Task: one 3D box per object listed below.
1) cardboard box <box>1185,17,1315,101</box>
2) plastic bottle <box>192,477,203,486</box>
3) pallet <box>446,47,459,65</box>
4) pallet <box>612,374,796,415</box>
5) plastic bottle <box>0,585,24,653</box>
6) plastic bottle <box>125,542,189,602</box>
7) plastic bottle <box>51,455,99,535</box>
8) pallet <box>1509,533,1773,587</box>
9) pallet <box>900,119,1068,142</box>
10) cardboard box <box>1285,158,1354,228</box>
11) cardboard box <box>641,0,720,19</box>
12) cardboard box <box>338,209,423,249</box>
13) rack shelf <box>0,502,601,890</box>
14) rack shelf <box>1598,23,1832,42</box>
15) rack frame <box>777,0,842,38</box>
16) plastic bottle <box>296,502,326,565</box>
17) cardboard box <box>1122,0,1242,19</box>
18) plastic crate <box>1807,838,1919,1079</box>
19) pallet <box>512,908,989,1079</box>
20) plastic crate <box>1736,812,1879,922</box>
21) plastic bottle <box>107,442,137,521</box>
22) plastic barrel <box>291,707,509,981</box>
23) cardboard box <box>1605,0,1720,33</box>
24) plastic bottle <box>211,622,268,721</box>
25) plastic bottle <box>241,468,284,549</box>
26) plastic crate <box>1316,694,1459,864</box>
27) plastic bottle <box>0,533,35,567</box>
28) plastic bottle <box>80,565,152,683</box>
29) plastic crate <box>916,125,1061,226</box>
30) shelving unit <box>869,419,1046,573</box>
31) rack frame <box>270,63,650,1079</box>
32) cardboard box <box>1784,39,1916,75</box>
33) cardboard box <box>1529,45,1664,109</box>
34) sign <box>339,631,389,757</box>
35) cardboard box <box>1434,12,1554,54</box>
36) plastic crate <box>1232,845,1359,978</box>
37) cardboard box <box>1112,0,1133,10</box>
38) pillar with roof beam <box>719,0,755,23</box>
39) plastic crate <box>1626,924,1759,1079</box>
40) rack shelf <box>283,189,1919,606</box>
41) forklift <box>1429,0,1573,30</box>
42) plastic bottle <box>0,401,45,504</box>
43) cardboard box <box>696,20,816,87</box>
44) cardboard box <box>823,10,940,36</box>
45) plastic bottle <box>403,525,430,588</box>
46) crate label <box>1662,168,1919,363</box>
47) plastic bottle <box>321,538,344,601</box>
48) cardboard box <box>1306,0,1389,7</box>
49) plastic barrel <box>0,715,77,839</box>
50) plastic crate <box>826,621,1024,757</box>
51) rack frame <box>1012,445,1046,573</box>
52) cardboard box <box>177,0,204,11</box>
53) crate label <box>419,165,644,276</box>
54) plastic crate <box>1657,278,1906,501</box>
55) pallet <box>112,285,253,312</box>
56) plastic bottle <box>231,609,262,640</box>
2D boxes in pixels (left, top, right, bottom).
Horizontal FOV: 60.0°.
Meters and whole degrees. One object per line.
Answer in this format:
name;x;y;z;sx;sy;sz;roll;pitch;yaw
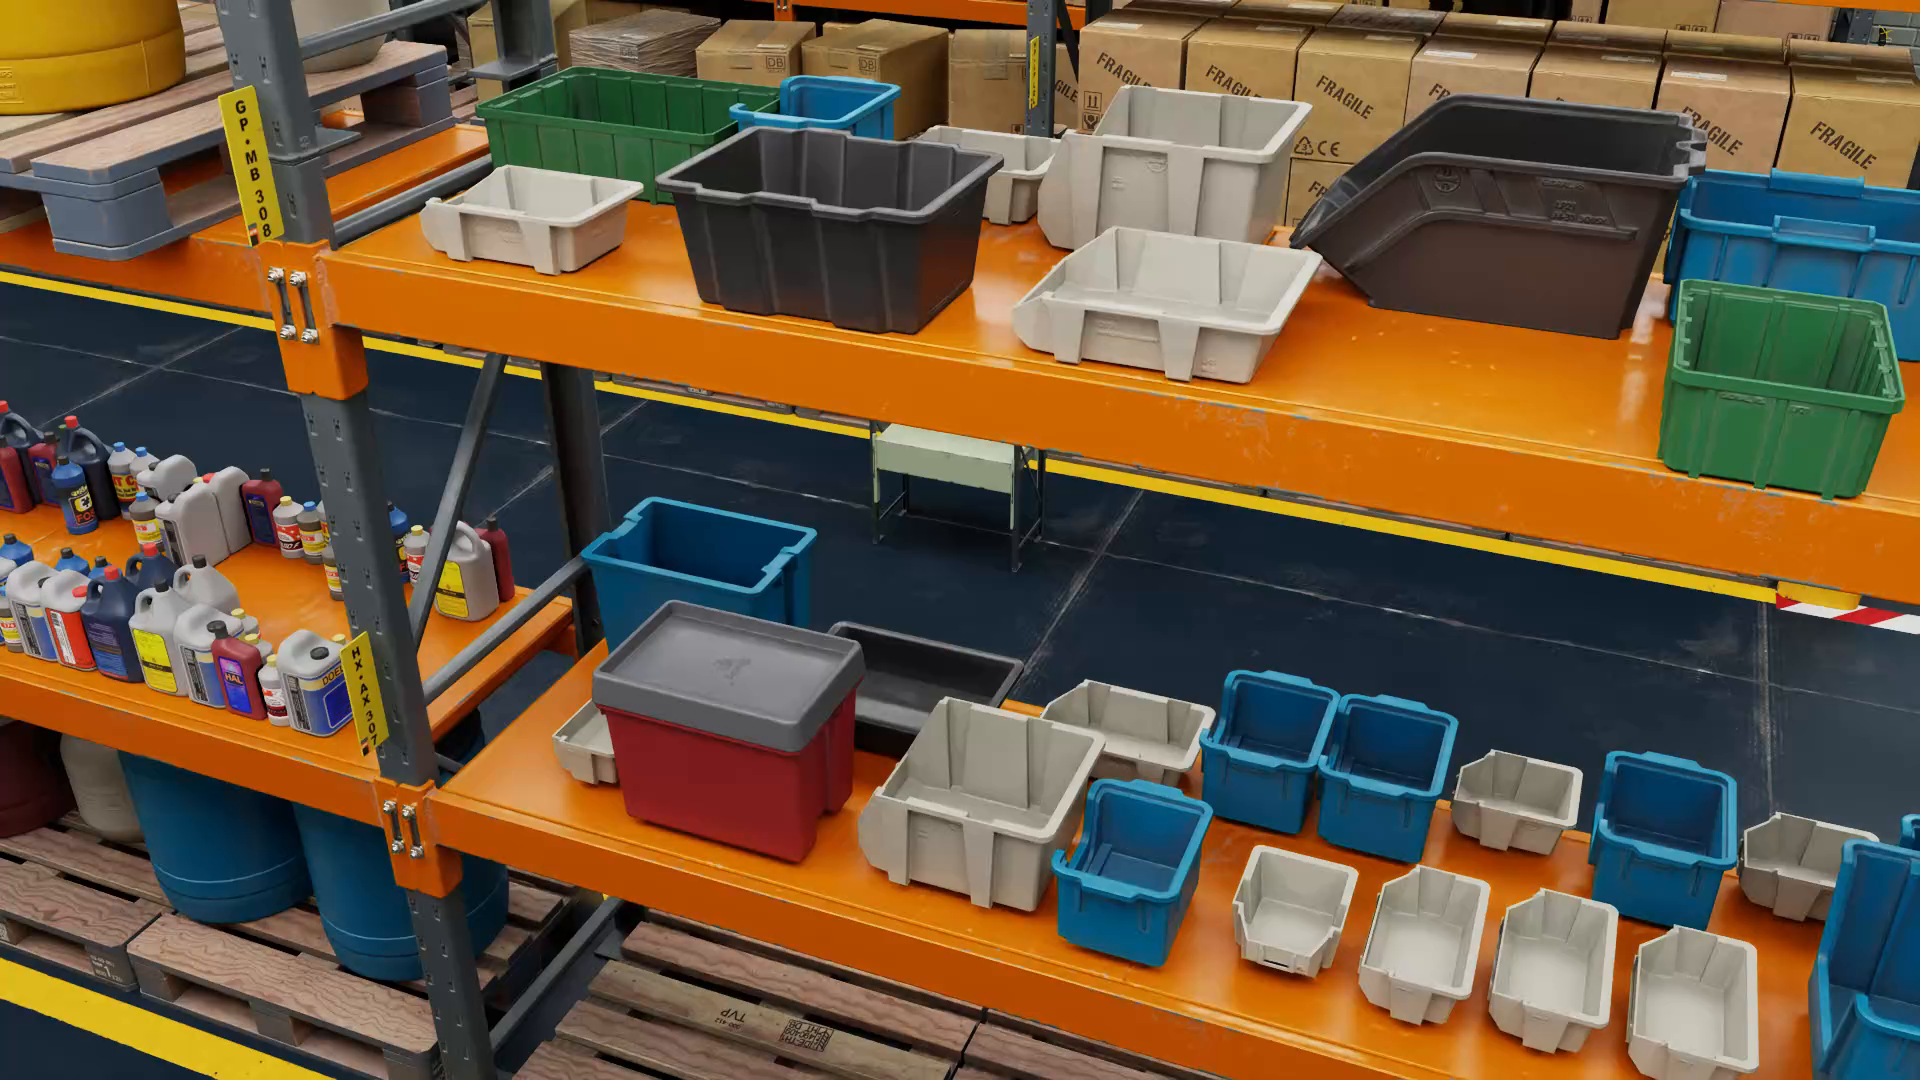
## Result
cardboard box;1.371;-2.163;7.911;0.500;0.500;0.500;10;31;18
plastic bottle;-2.544;-0.115;5.607;0.097;0.201;0.097;0;29;0
pallet;-5.628;-4.628;16.224;1.213;0.211;1.003;11;31;19
pallet;-1.340;-1.139;10.051;1.213;0.211;1.003;11;31;19
plastic bottle;-2.839;0.229;4.998;0.097;0.201;0.097;0;29;0
plastic bottle;-2.396;0.164;4.962;0.185;0.351;0.144;11;31;19
plastic bottle;-2.994;-0.159;5.613;0.097;0.271;0.097;0;29;0
pallet;3.459;-0.202;8.393;1.213;0.211;1.003;11;31;19
pallet;-0.137;-2.109;9.128;1.213;0.211;1.003;11;31;19
cardboard box;1.870;-1.633;7.989;0.500;0.500;0.500;11;31;19
cardboard box;-2.477;-4.667;14.790;0.500;0.250;0.500;12;32;20
cardboard box;-3.722;-1.949;10.448;0.500;0.311;0.500;12;32;20
rack shelf;-3.157;0.206;5.568;4.000;0.370;1.077;11;31;19
rack shelf;4.274;-3.571;12.251;4.000;0.370;1.077;11;31;19
rack frame;-1.285;-4.994;14.037;0.127;3.000;1.000;11;31;19
plastic bottle;-2.116;-0.029;5.456;0.097;0.201;0.097;0;29;0
cardboard box;1.128;-2.498;8.504;0.500;0.500;0.500;11;31;19
plastic crate;2.022;0.985;3.363;0.499;0.435;0.616;11;31;19
pallet;-0.608;1.595;5.213;1.213;0.211;1.003;11;31;19
plastic crate;2.032;0.799;3.995;0.298;0.136;0.250;11;31;19
plastic bottle;-2.850;-0.206;5.698;0.097;0.271;0.097;0;29;0
plastic barrel;-1.801;0.885;5.341;0.708;0.901;0.600;11;31;19
cardboard box;4.973;-3.864;11.733;0.700;0.700;0.980;11;31;19
plastic bottle;-2.022;0.366;4.672;0.133;0.283;0.061;11;31;19
plastic bottle;-2.306;-0.113;5.520;0.133;0.283;0.061;11;31;19
plastic crate;1.078;0.610;4.231;0.300;0.233;0.416;11;31;19
plastic bottle;-2.906;0.105;5.147;0.097;0.271;0.097;0;29;0
plastic bottle;-2.450;0.229;4.846;0.185;0.351;0.144;11;31;19
plastic crate;0.018;-0.866;3.954;0.466;0.136;0.293;11;31;19
shelving unit;-0.006;-0.654;7.883;0.755;1.500;0.431;11;31;19
rack frame;-1.304;0.263;4.736;0.127;3.000;1.000;11;31;19
cardboard box;3.957;-1.936;7.509;0.500;0.500;0.500;12;32;21
cardboard box;2.802;-1.877;7.405;0.500;0.500;0.500;12;32;20
sign;-1.512;0.393;4.225;0.005;0.325;0.100;11;31;19
cardboard box;2.537;-2.218;8.007;0.500;0.500;0.500;11;31;19
plastic crate;0.767;0.876;3.858;0.250;0.136;0.298;11;31;19
cardboard box;1.269;-4.213;12.891;0.250;0.149;0.380;11;31;19
pillar with roof beam;-3.783;-6.278;10.212;0.400;9.000;9.100;11;31;19
plastic crate;1.579;1.023;3.598;0.243;0.136;0.396;11;31;19
rack shelf;0.550;-0.360;3.521;4.000;0.370;1.077;11;31;19
forklift;2.768;-2.701;10.049;3.031;2.935;1.130;20;35;31
plastic bottle;-3.284;-0.315;5.810;0.185;0.351;0.144;11;31;19
cardboard box;-1.098;-2.520;9.131;0.500;0.500;0.700;4;30;6
cardboard box;-0.653;-4.045;14.117;0.750;0.750;0.750;11;31;18
plastic bottle;-1.720;0.049;5.316;0.097;0.201;0.097;0;29;0
crate label;1.669;-0.556;3.288;0.502;0.251;0.408;11;31;19
plastic bottle;-1.958;0.083;5.257;0.097;0.201;0.097;0;29;0
cardboard box;2.918;-4.277;12.464;0.700;0.700;0.980;12;32;20
plastic barrel;-3.504;0.682;6.020;0.708;0.588;0.600;11;31;19
plastic crate;-0.165;0.441;4.640;0.590;0.125;0.437;11;31;19
rack frame;0.333;-0.586;7.763;0.023;1.500;0.400;11;31;19
cardboard box;-5.193;-3.179;10.724;0.500;0.500;0.500;11;31;19
crate label;-0.959;-0.706;3.670;0.466;0.136;0.293;11;31;19
plastic crate;1.382;-0.263;2.834;0.336;0.188;0.450;11;31;19
pallet;-5.019;-1.917;11.428;1.213;0.211;1.003;11;31;19
plastic bottle;-2.099;0.296;4.880;0.097;0.201;0.097;0;29;0
